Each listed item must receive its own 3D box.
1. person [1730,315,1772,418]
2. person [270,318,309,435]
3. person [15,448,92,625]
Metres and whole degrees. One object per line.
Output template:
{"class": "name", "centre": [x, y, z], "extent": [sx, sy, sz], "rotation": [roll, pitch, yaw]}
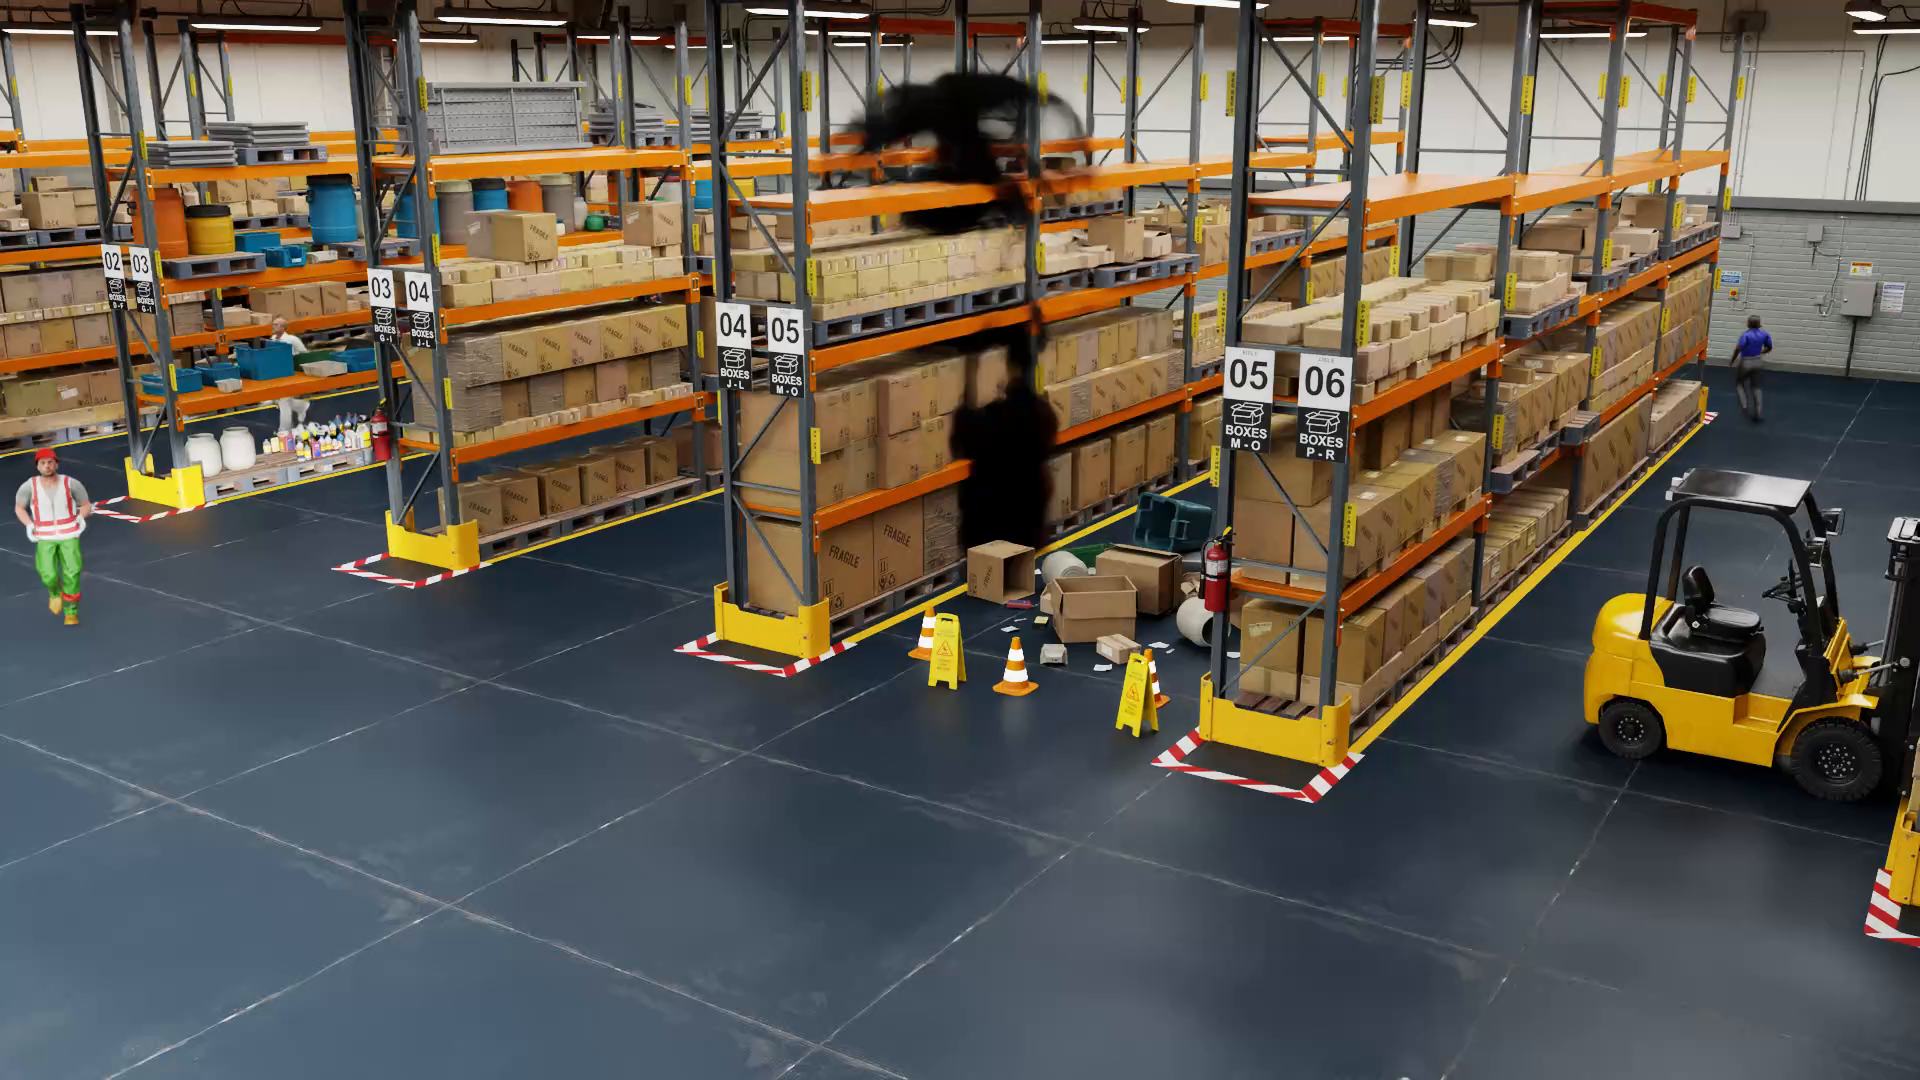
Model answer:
{"class": "person", "centre": [12.282, -2.694, 25.911], "extent": [0.648, 1.647, 0.609], "rotation": [0, 16, 1]}
{"class": "person", "centre": [-9.949, -2.422, 24.703], "extent": [0.716, 1.767, 0.827], "rotation": [7, 17, 25]}
{"class": "person", "centre": [-8.723, -0.028, 16.074], "extent": [0.651, 1.738, 0.612], "rotation": [-8, 18, -28]}
